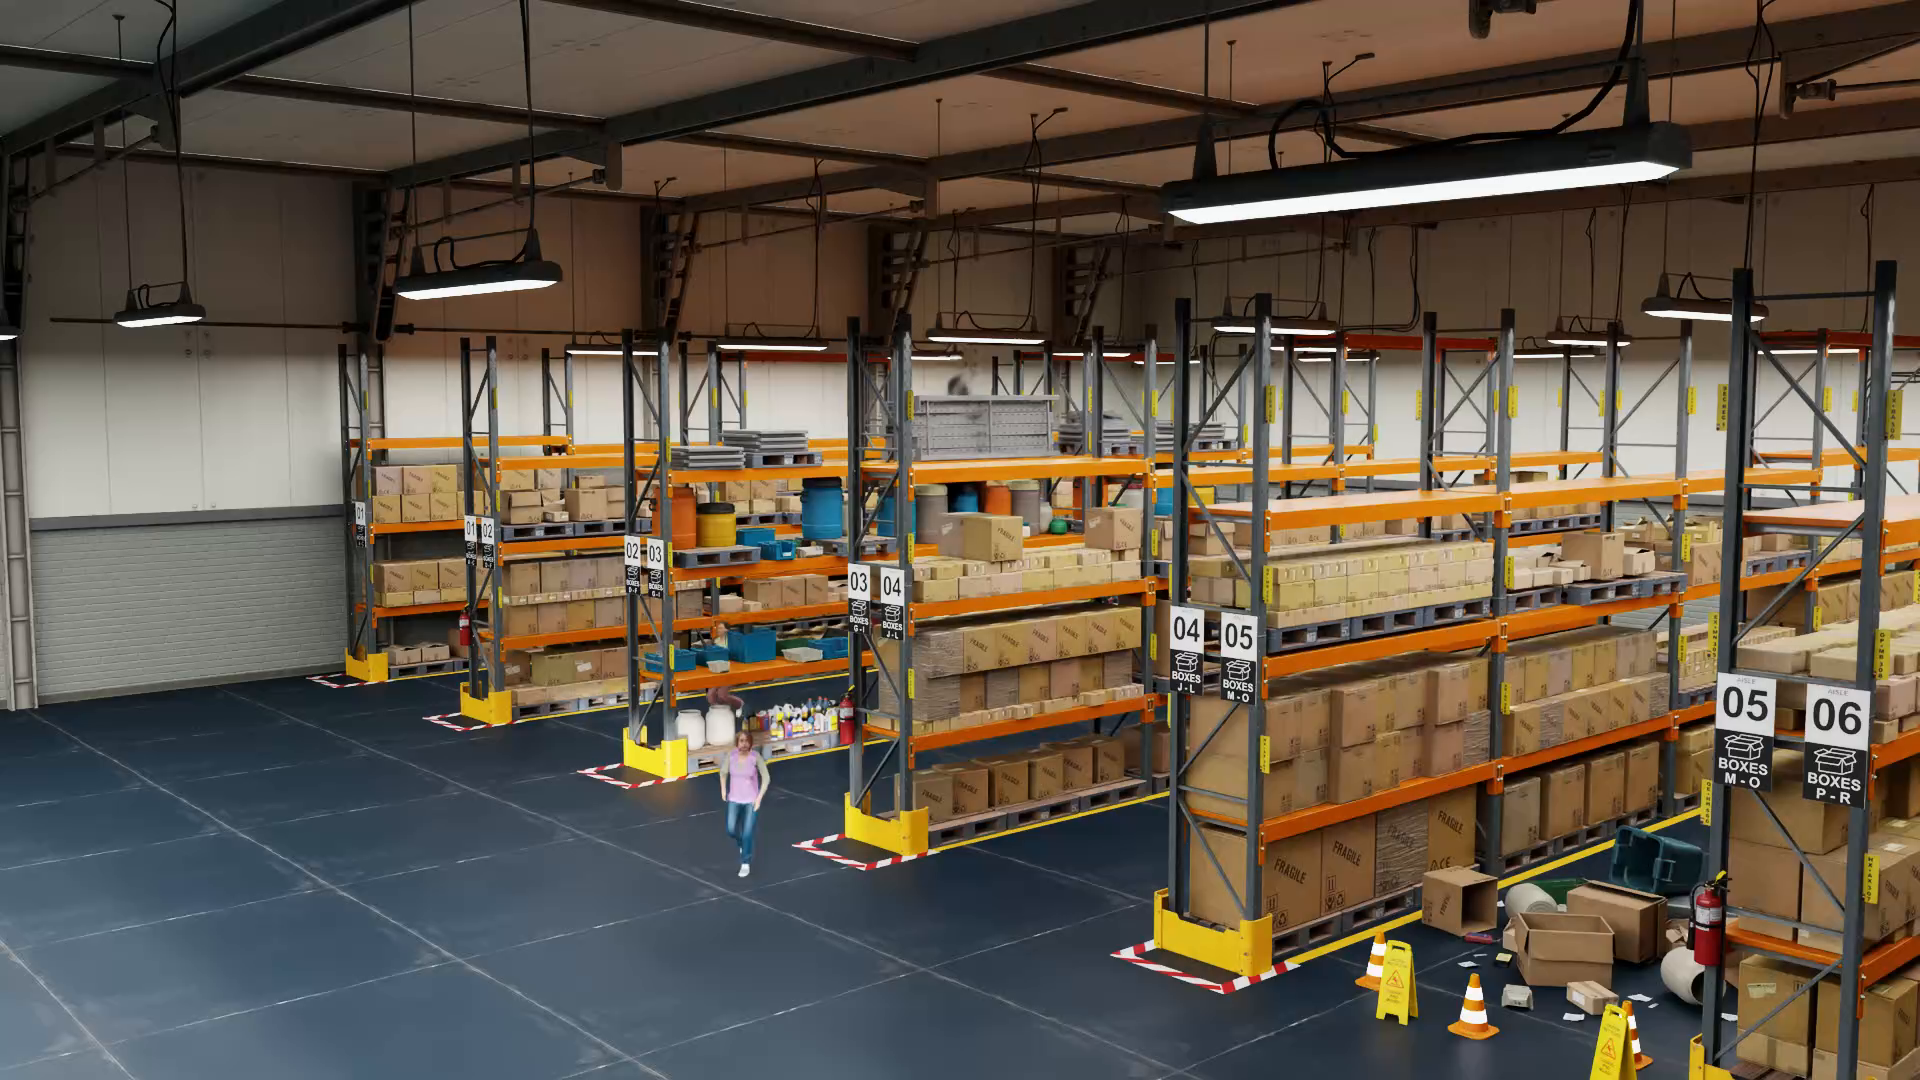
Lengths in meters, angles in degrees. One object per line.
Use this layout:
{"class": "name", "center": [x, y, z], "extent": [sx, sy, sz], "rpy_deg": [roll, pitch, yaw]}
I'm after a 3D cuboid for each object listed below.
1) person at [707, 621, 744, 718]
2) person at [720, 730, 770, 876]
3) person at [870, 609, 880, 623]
{"class": "person", "center": [-3.654, 2.052, 25.710], "extent": [0.567, 1.621, 0.646], "rpy_deg": [4, 6, 35]}
{"class": "person", "center": [-2.321, 2.808, 17.788], "extent": [0.567, 1.567, 0.482], "rpy_deg": [1, 5, 7]}
{"class": "person", "center": [-1.593, 1.237, 33.967], "extent": [0.634, 1.768, 0.670], "rpy_deg": [5, 7, 42]}
